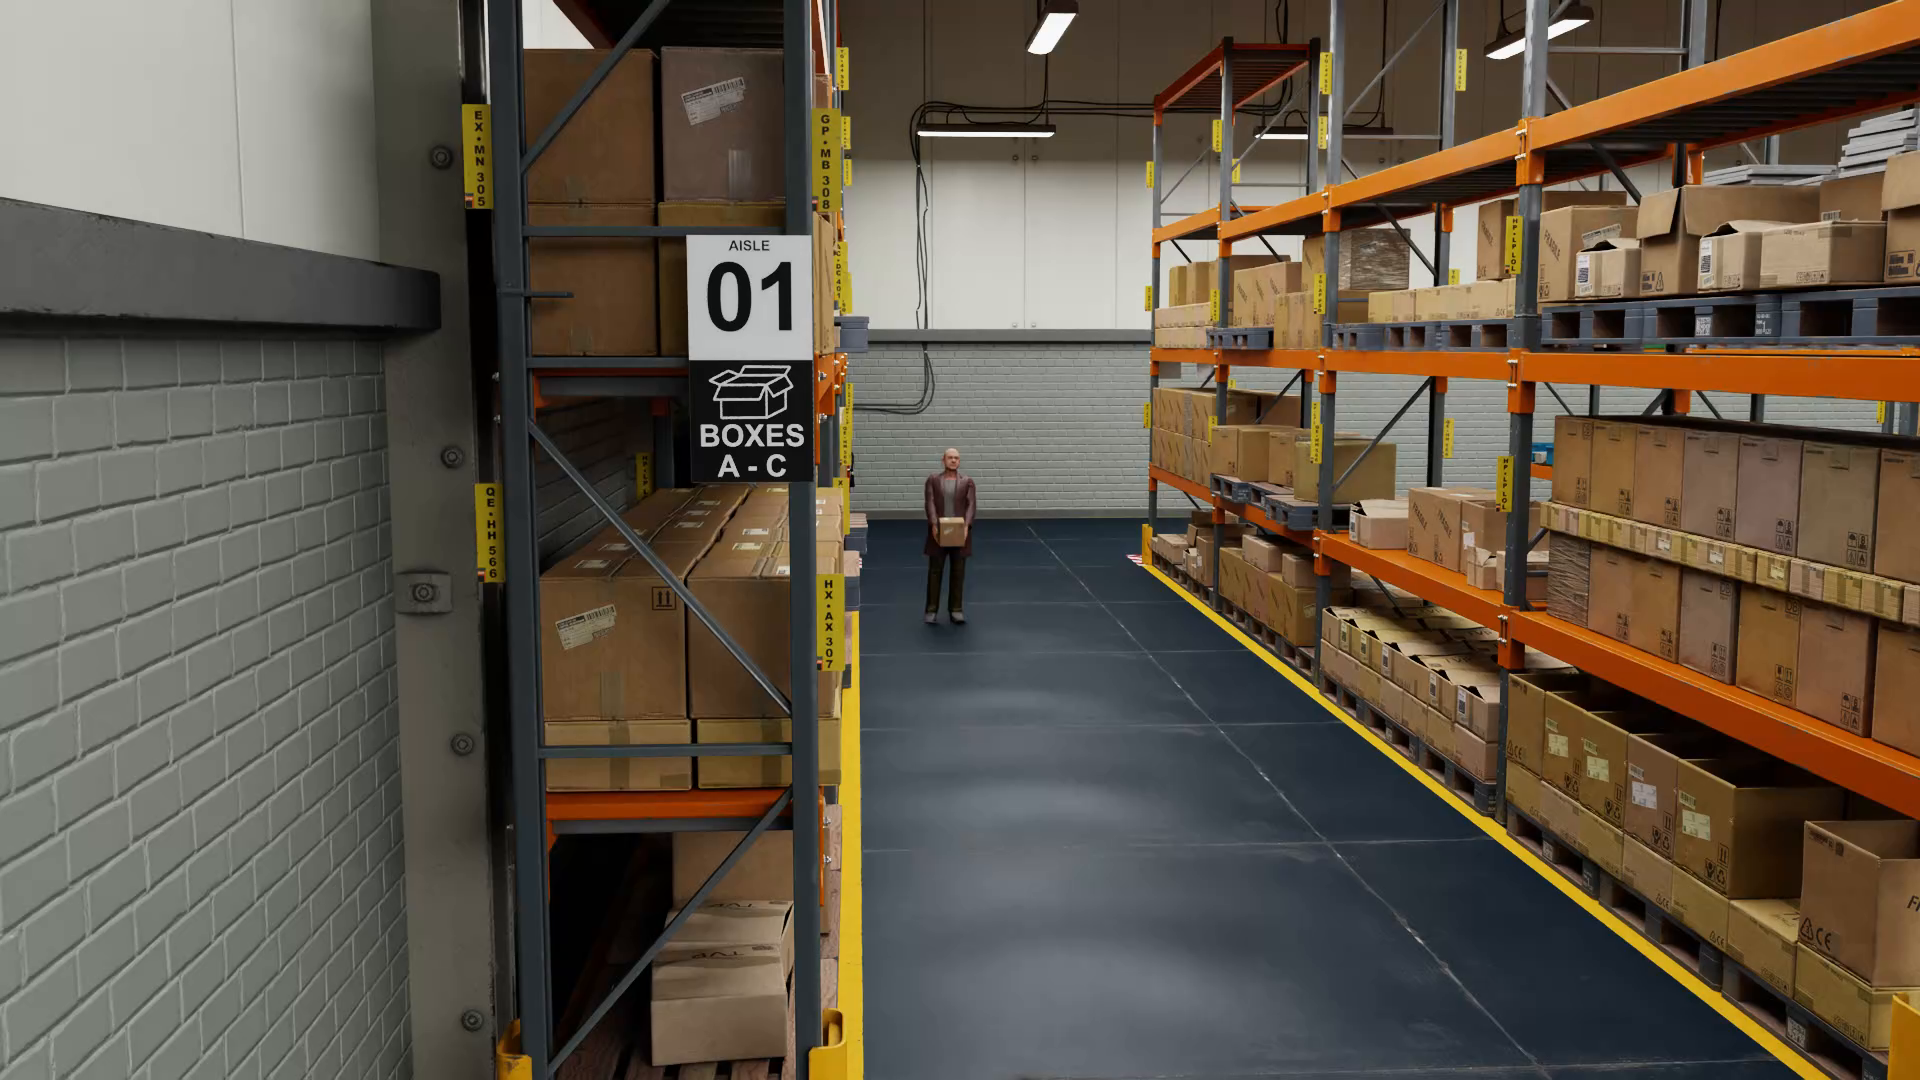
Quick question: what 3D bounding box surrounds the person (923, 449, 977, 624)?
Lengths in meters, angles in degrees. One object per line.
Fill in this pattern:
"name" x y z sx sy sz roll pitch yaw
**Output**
"person" -0.101 -0.044 17.149 0.557 1.780 0.529 0 7 -3
